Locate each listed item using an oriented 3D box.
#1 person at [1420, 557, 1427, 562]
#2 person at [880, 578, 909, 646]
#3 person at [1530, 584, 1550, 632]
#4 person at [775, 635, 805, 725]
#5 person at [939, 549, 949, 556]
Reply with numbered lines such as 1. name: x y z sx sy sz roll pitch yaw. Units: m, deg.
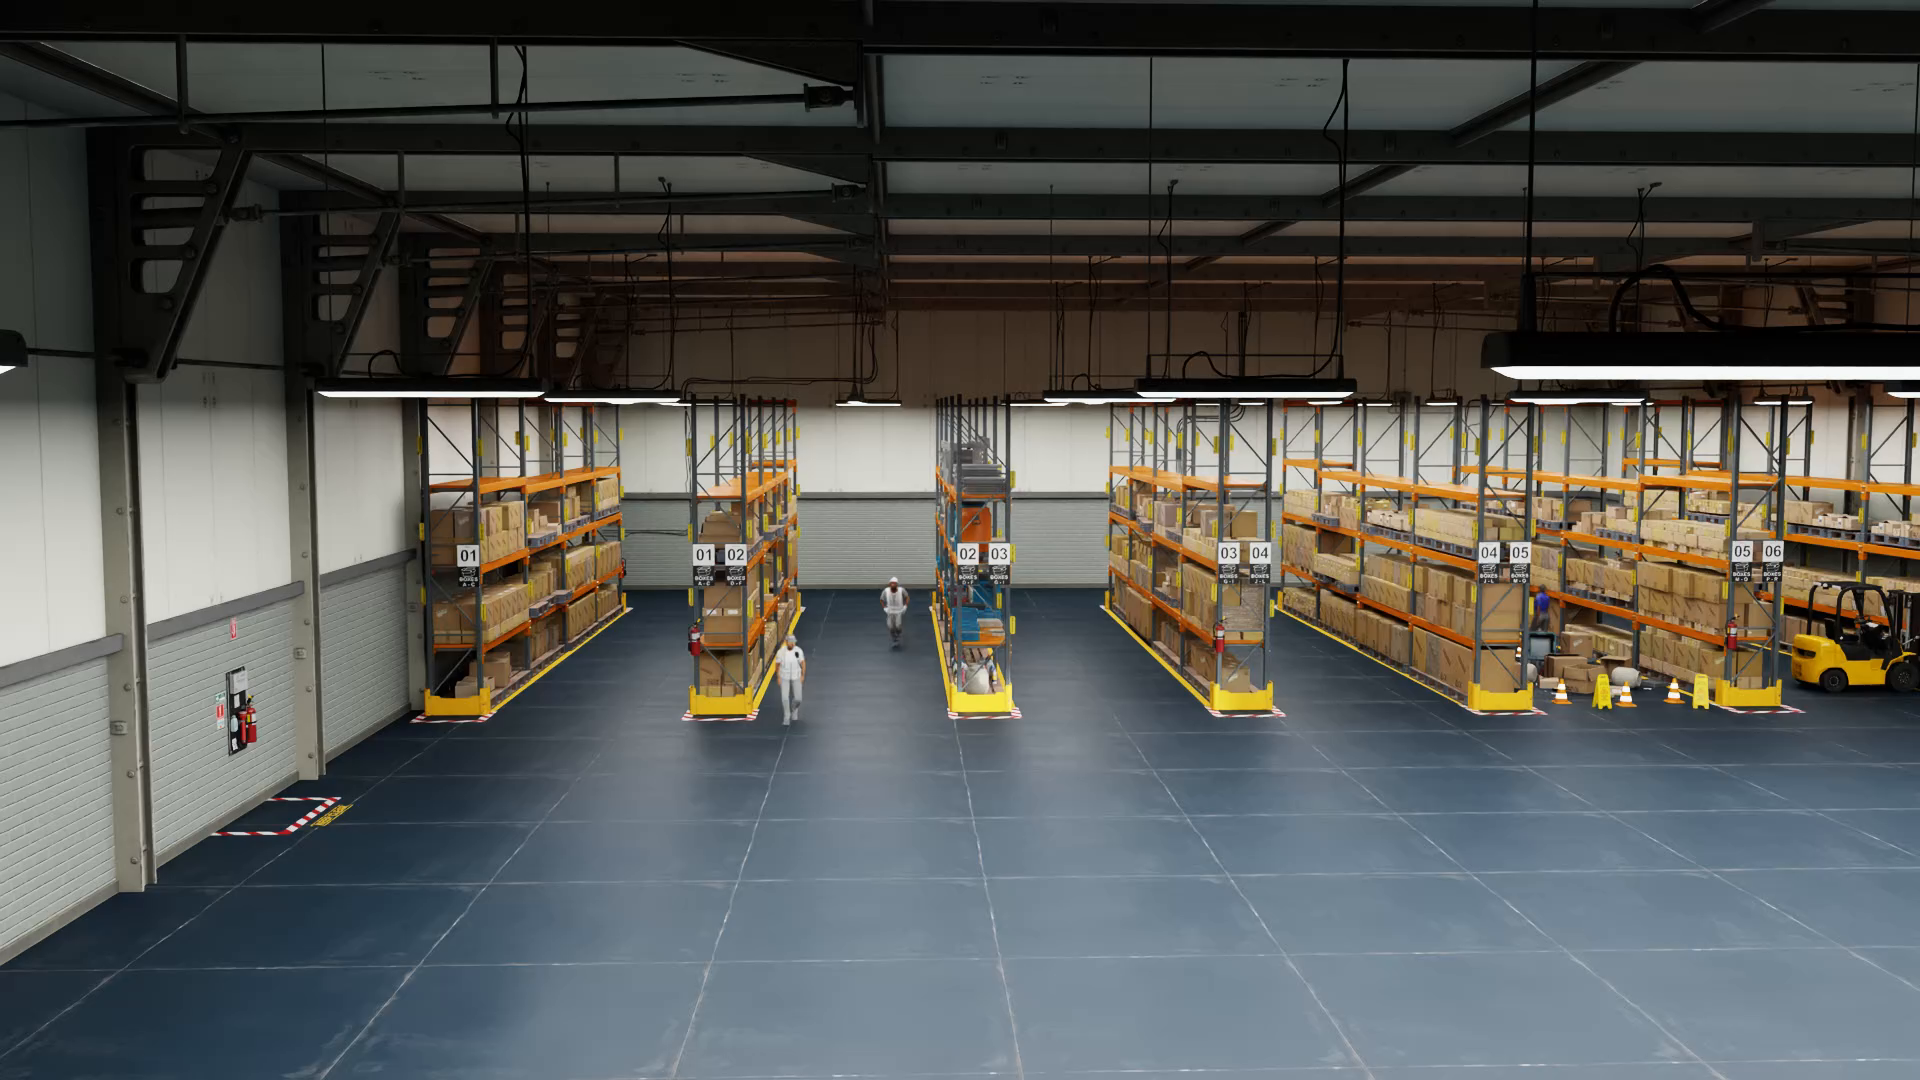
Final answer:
1. person: 12.693 1.311 45.463 0.460 1.670 0.488 4 6 43
2. person: -1.578 1.728 40.117 0.693 1.686 0.646 1 5 7
3. person: 13.555 1.864 38.714 0.458 1.686 0.476 -2 5 -20
4. person: -3.098 2.525 30.316 0.549 1.653 0.588 -1 5 -10
5. person: -0.372 0.911 50.290 0.582 1.666 1.206 2 5 28
